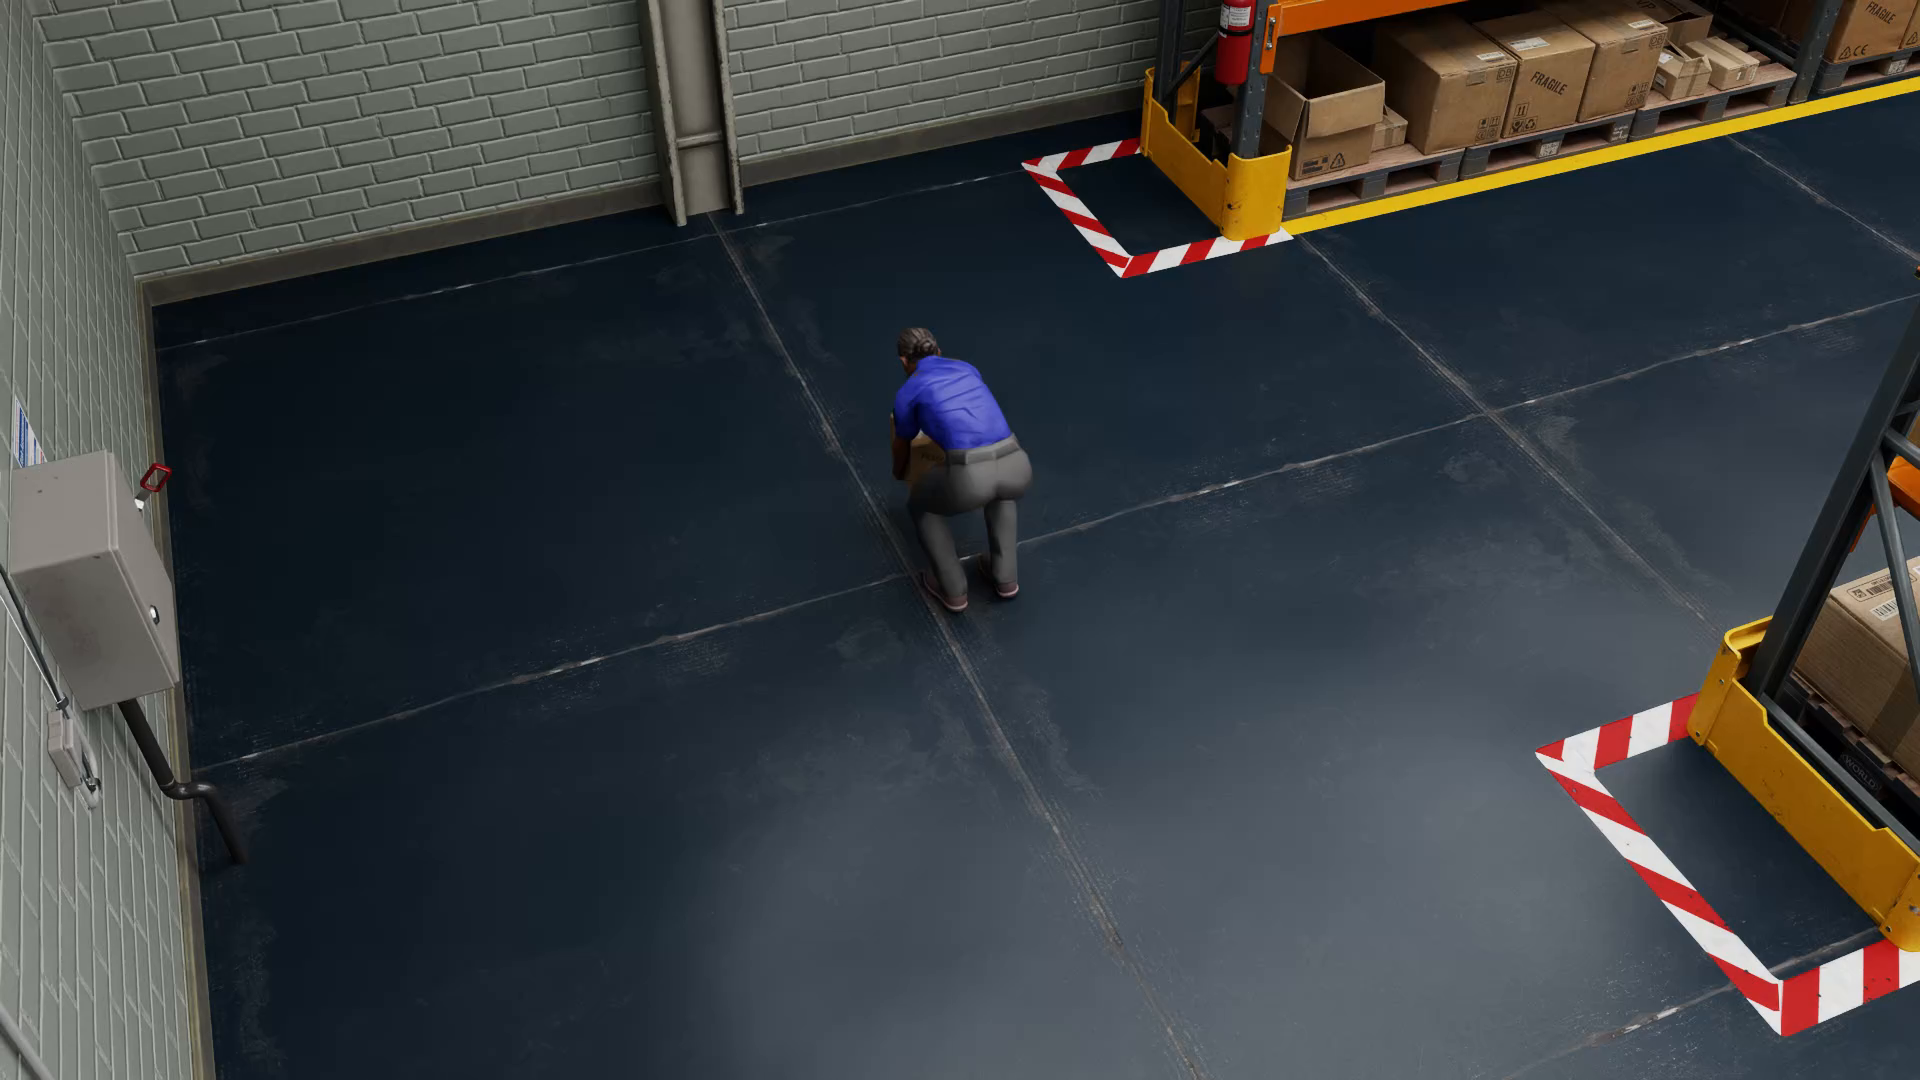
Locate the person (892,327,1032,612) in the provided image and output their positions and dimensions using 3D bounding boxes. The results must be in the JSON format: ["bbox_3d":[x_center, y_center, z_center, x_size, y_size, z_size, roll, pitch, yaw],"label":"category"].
[{"bbox_3d":[-0.021,-0.287,6.957,0.460,1.027,0.861,-18,45,-18],"label":"person"}]
